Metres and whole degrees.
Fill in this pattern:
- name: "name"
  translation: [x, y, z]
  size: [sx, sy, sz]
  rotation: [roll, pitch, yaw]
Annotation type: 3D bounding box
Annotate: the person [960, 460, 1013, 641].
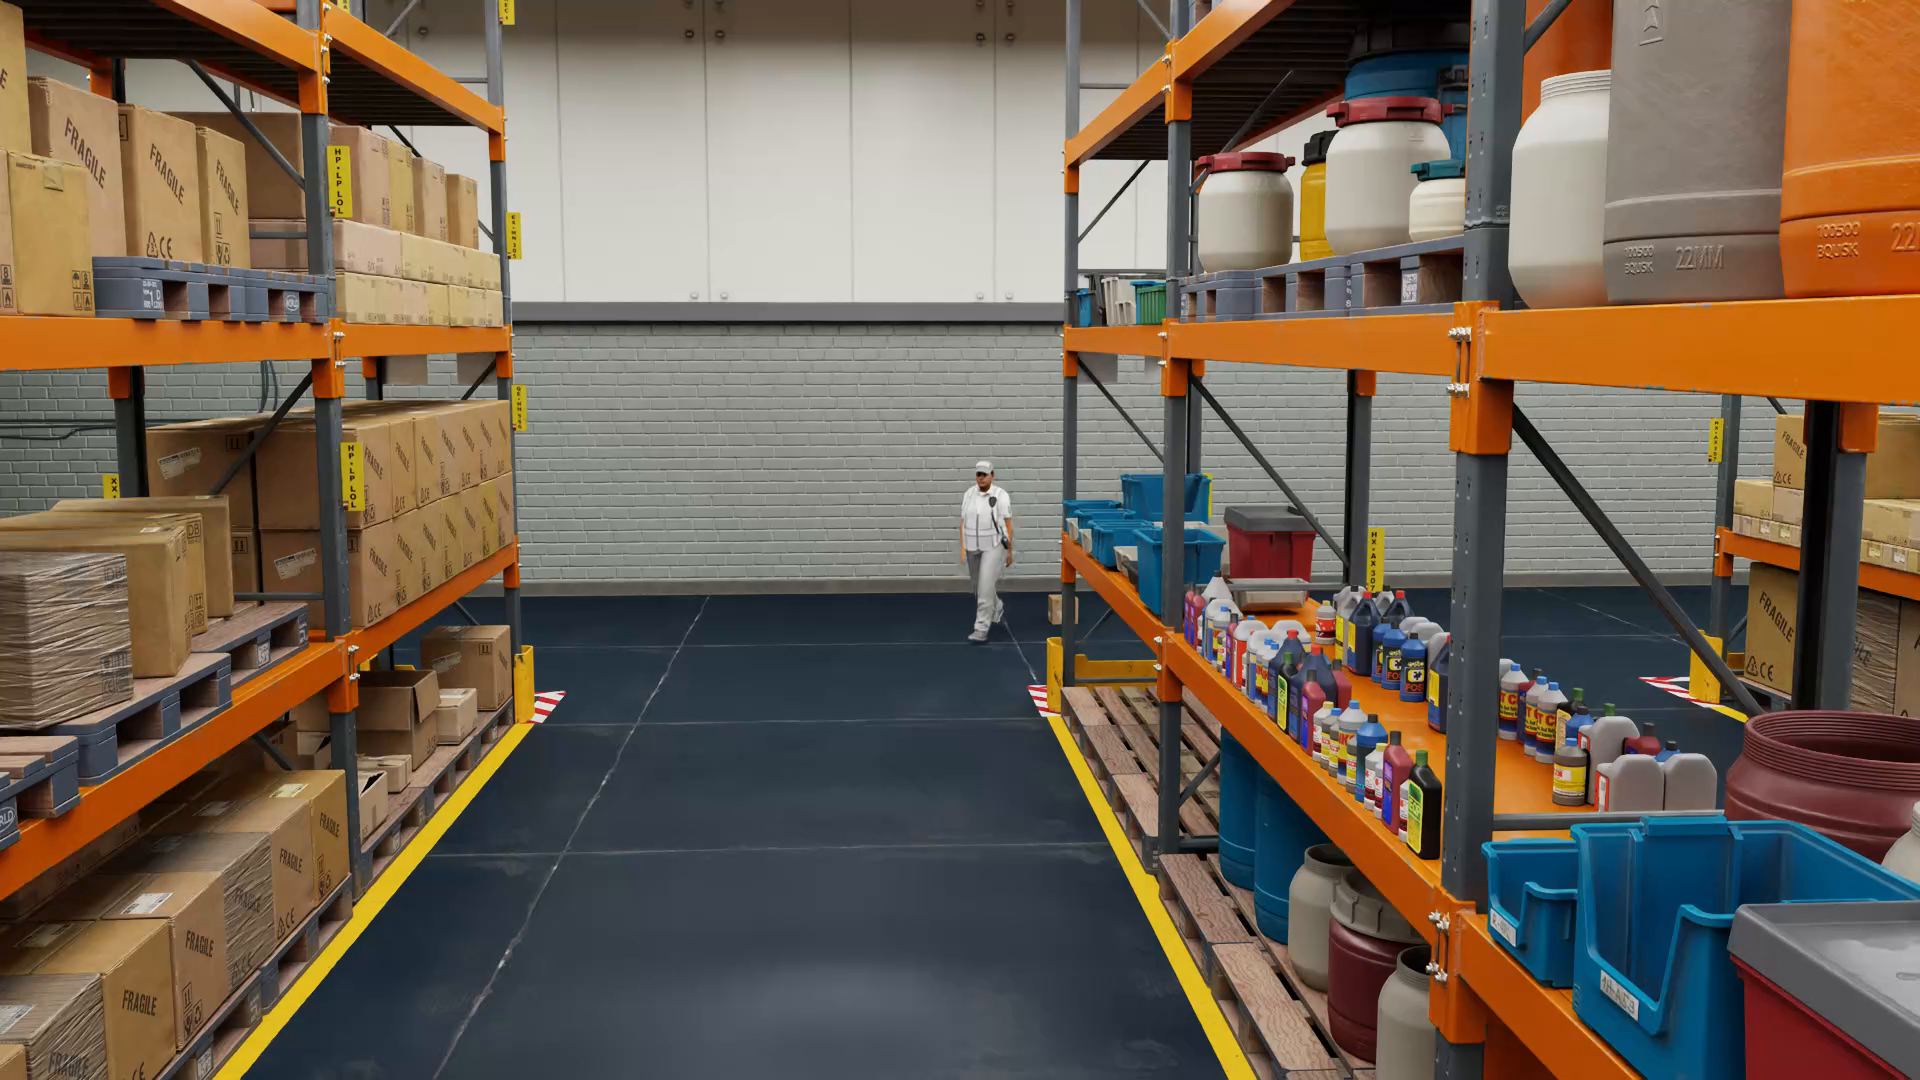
- name: "person"
  translation: [0.244, 0.072, 15.190]
  size: [0.479, 1.616, 1.012]
  rotation: [4, 8, 27]
